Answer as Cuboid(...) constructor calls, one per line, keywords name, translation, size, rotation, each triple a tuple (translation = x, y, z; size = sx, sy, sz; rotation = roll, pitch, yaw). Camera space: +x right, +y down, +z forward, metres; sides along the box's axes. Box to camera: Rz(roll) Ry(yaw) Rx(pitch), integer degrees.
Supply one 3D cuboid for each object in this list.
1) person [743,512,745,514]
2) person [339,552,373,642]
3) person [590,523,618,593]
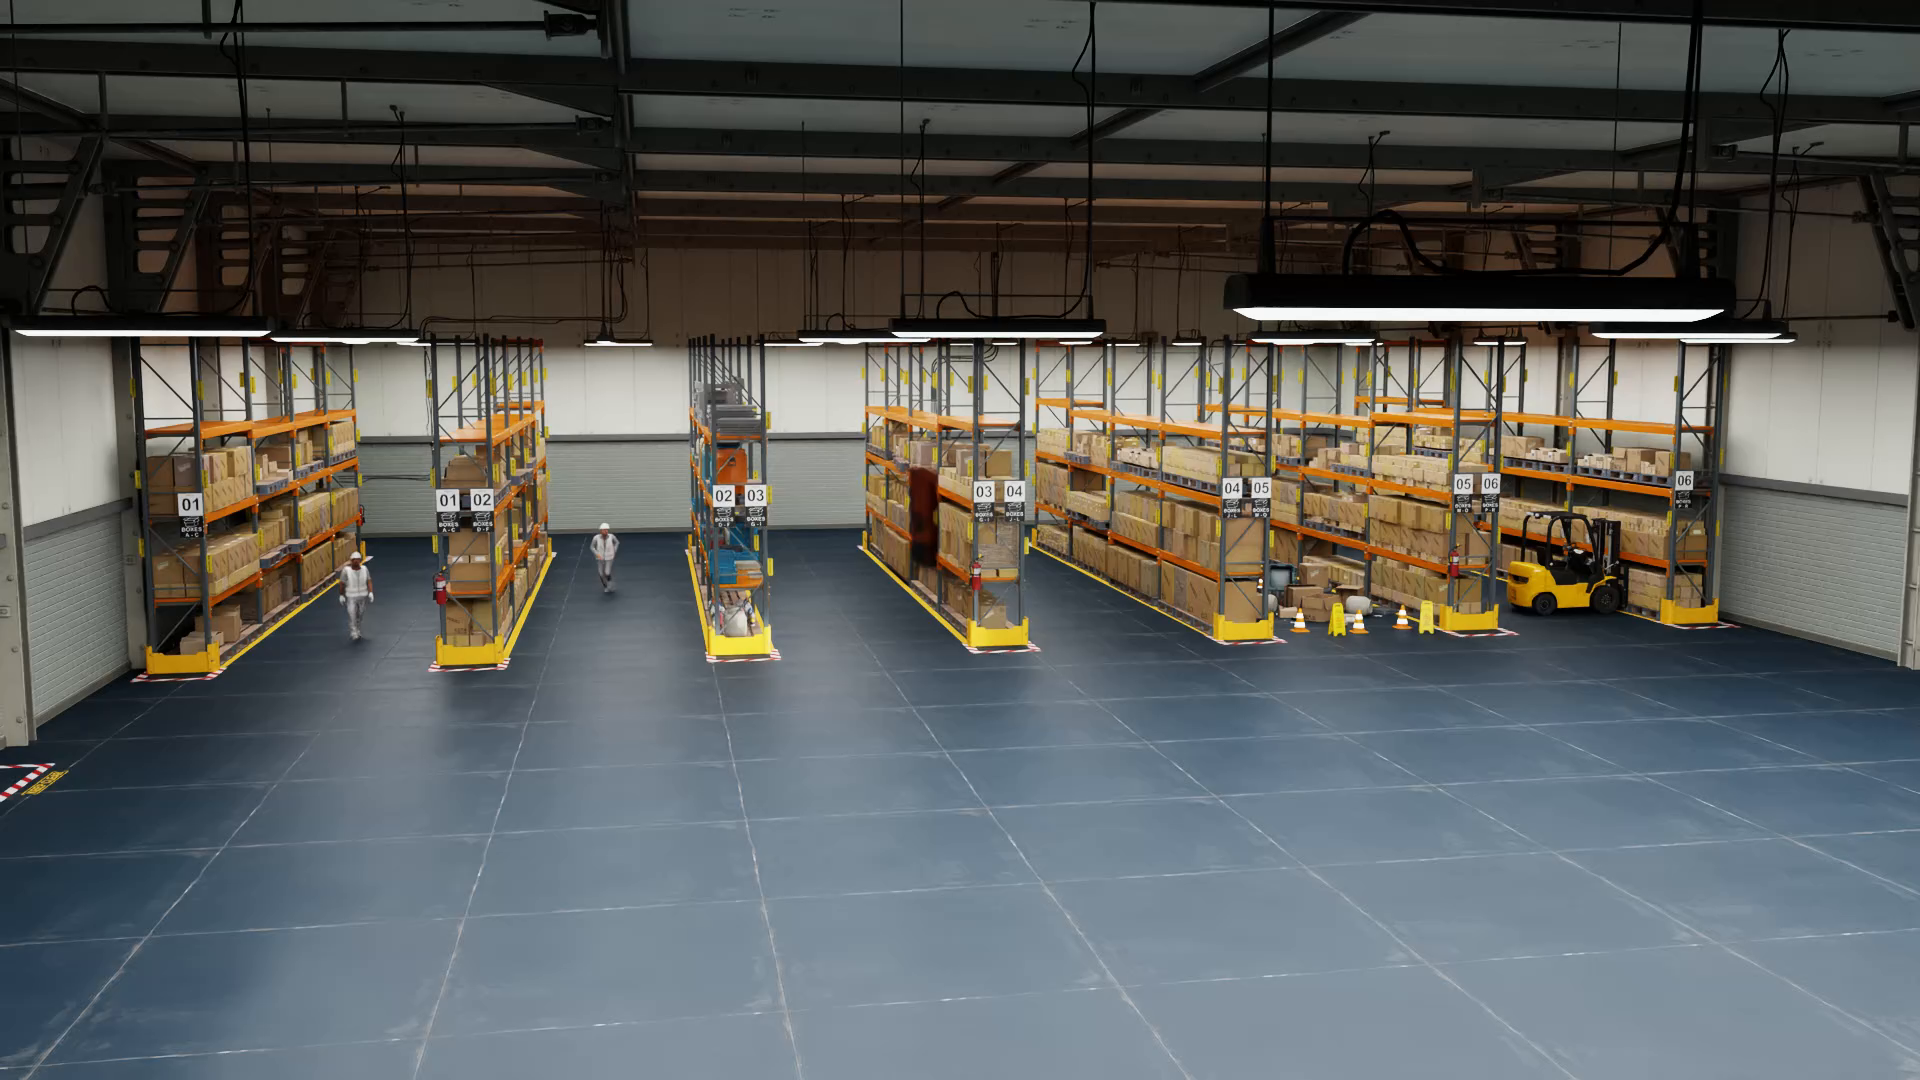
Cuboid(name="person", translation=(-6.378, -0.820, 49.860), size=(0.717, 1.685, 0.785), rotation=(0, 7, -3))
Cuboid(name="person", translation=(-11.835, 1.103, 32.659), size=(0.589, 1.714, 1.073), rotation=(-6, 9, -43))
Cuboid(name="person", translation=(-8.344, 0.407, 39.013), size=(0.565, 1.679, 0.809), rotation=(0, 7, 0))
